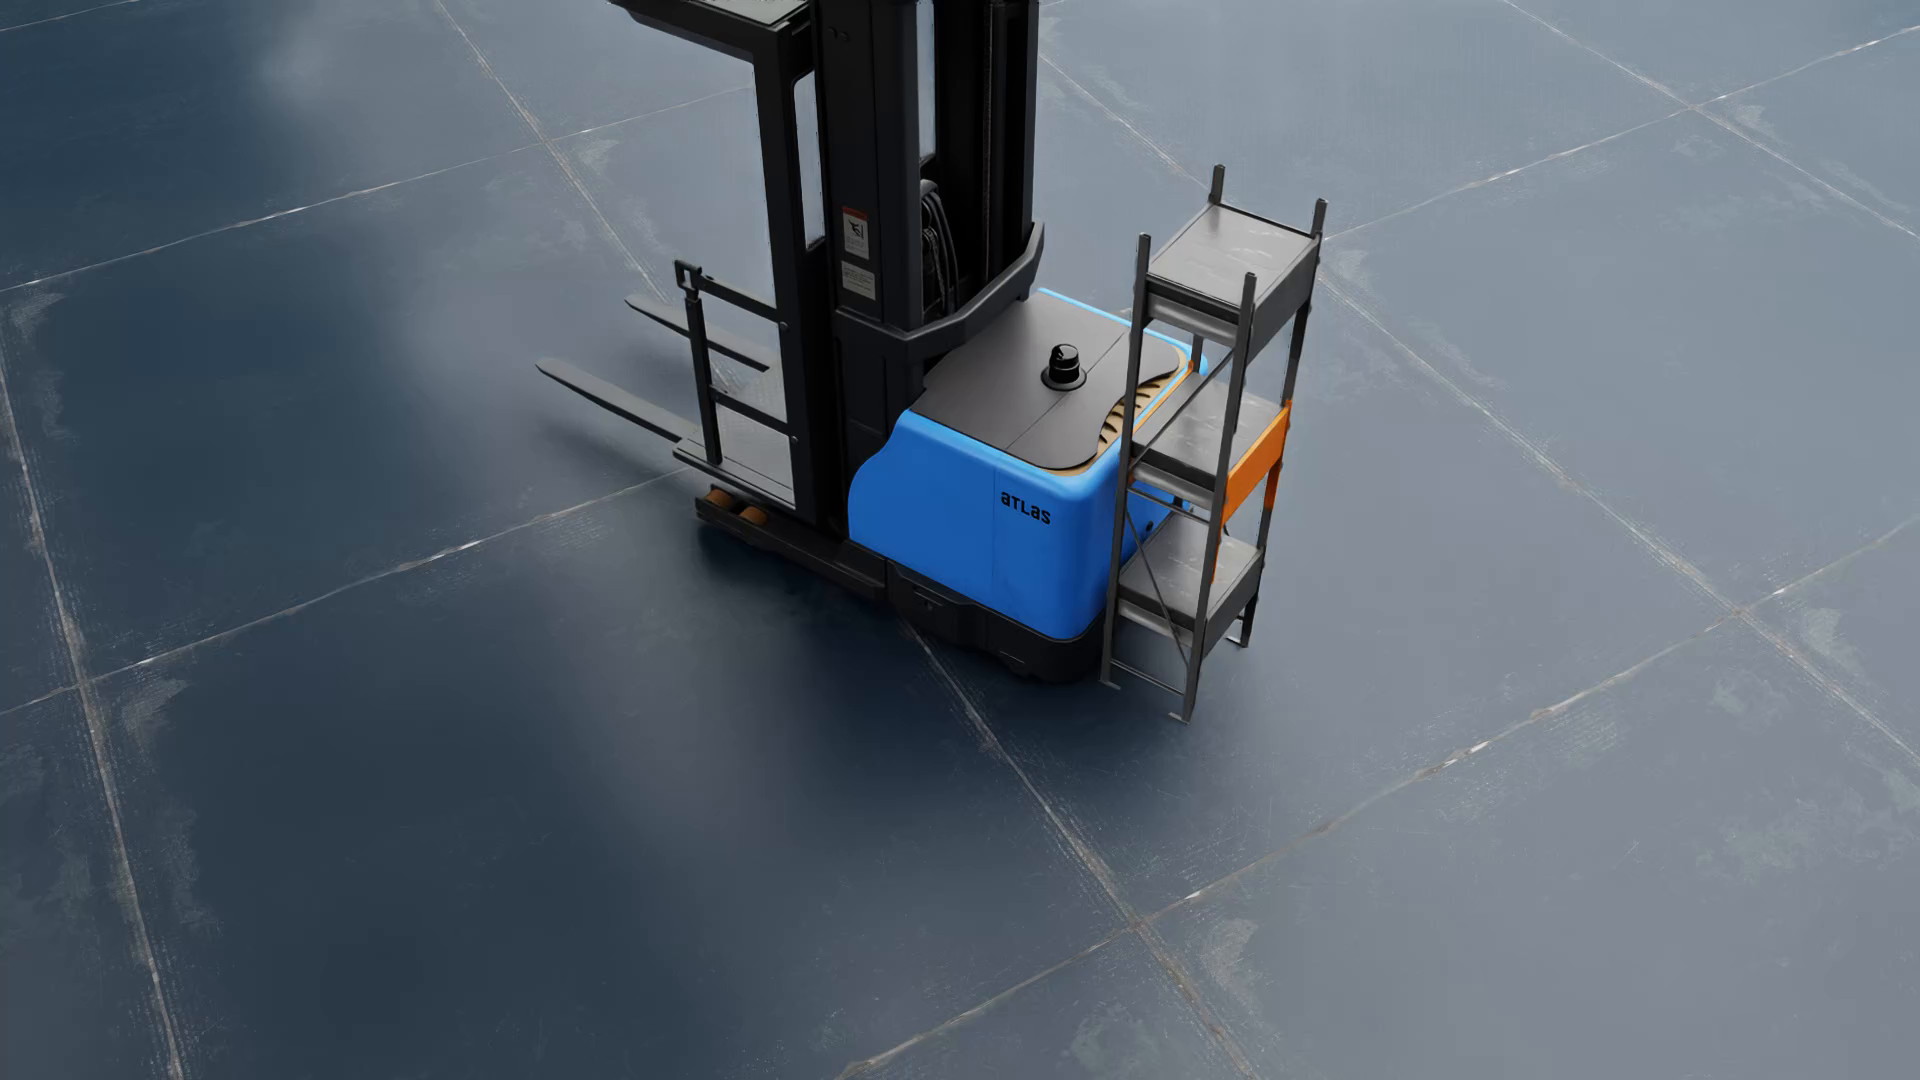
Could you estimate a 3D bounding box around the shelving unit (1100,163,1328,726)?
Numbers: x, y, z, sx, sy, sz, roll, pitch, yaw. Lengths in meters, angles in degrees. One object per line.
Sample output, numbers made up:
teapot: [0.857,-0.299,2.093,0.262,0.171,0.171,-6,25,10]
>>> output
shelving unit: [0.862,-0.257,5.936,0.431,2.100,0.503,25,50,24]

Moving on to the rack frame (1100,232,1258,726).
rack frame: [0.724,-0.116,5.792,0.400,2.100,0.015,25,50,24]

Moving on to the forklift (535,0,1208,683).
forklift: [-0.534,-1.306,6.421,3.031,2.935,1.130,25,50,24]

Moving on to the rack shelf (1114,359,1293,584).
rack shelf: [0.862,-0.247,5.946,0.431,0.518,0.480,25,50,24]

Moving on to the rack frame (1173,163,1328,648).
rack frame: [0.999,-0.397,6.081,0.400,2.100,0.015,25,50,24]

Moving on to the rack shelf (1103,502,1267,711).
rack shelf: [0.862,0.255,6.433,0.431,0.518,0.480,25,50,24]

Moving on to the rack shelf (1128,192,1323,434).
rack shelf: [0.862,-0.749,5.458,0.431,0.518,0.480,25,50,24]
